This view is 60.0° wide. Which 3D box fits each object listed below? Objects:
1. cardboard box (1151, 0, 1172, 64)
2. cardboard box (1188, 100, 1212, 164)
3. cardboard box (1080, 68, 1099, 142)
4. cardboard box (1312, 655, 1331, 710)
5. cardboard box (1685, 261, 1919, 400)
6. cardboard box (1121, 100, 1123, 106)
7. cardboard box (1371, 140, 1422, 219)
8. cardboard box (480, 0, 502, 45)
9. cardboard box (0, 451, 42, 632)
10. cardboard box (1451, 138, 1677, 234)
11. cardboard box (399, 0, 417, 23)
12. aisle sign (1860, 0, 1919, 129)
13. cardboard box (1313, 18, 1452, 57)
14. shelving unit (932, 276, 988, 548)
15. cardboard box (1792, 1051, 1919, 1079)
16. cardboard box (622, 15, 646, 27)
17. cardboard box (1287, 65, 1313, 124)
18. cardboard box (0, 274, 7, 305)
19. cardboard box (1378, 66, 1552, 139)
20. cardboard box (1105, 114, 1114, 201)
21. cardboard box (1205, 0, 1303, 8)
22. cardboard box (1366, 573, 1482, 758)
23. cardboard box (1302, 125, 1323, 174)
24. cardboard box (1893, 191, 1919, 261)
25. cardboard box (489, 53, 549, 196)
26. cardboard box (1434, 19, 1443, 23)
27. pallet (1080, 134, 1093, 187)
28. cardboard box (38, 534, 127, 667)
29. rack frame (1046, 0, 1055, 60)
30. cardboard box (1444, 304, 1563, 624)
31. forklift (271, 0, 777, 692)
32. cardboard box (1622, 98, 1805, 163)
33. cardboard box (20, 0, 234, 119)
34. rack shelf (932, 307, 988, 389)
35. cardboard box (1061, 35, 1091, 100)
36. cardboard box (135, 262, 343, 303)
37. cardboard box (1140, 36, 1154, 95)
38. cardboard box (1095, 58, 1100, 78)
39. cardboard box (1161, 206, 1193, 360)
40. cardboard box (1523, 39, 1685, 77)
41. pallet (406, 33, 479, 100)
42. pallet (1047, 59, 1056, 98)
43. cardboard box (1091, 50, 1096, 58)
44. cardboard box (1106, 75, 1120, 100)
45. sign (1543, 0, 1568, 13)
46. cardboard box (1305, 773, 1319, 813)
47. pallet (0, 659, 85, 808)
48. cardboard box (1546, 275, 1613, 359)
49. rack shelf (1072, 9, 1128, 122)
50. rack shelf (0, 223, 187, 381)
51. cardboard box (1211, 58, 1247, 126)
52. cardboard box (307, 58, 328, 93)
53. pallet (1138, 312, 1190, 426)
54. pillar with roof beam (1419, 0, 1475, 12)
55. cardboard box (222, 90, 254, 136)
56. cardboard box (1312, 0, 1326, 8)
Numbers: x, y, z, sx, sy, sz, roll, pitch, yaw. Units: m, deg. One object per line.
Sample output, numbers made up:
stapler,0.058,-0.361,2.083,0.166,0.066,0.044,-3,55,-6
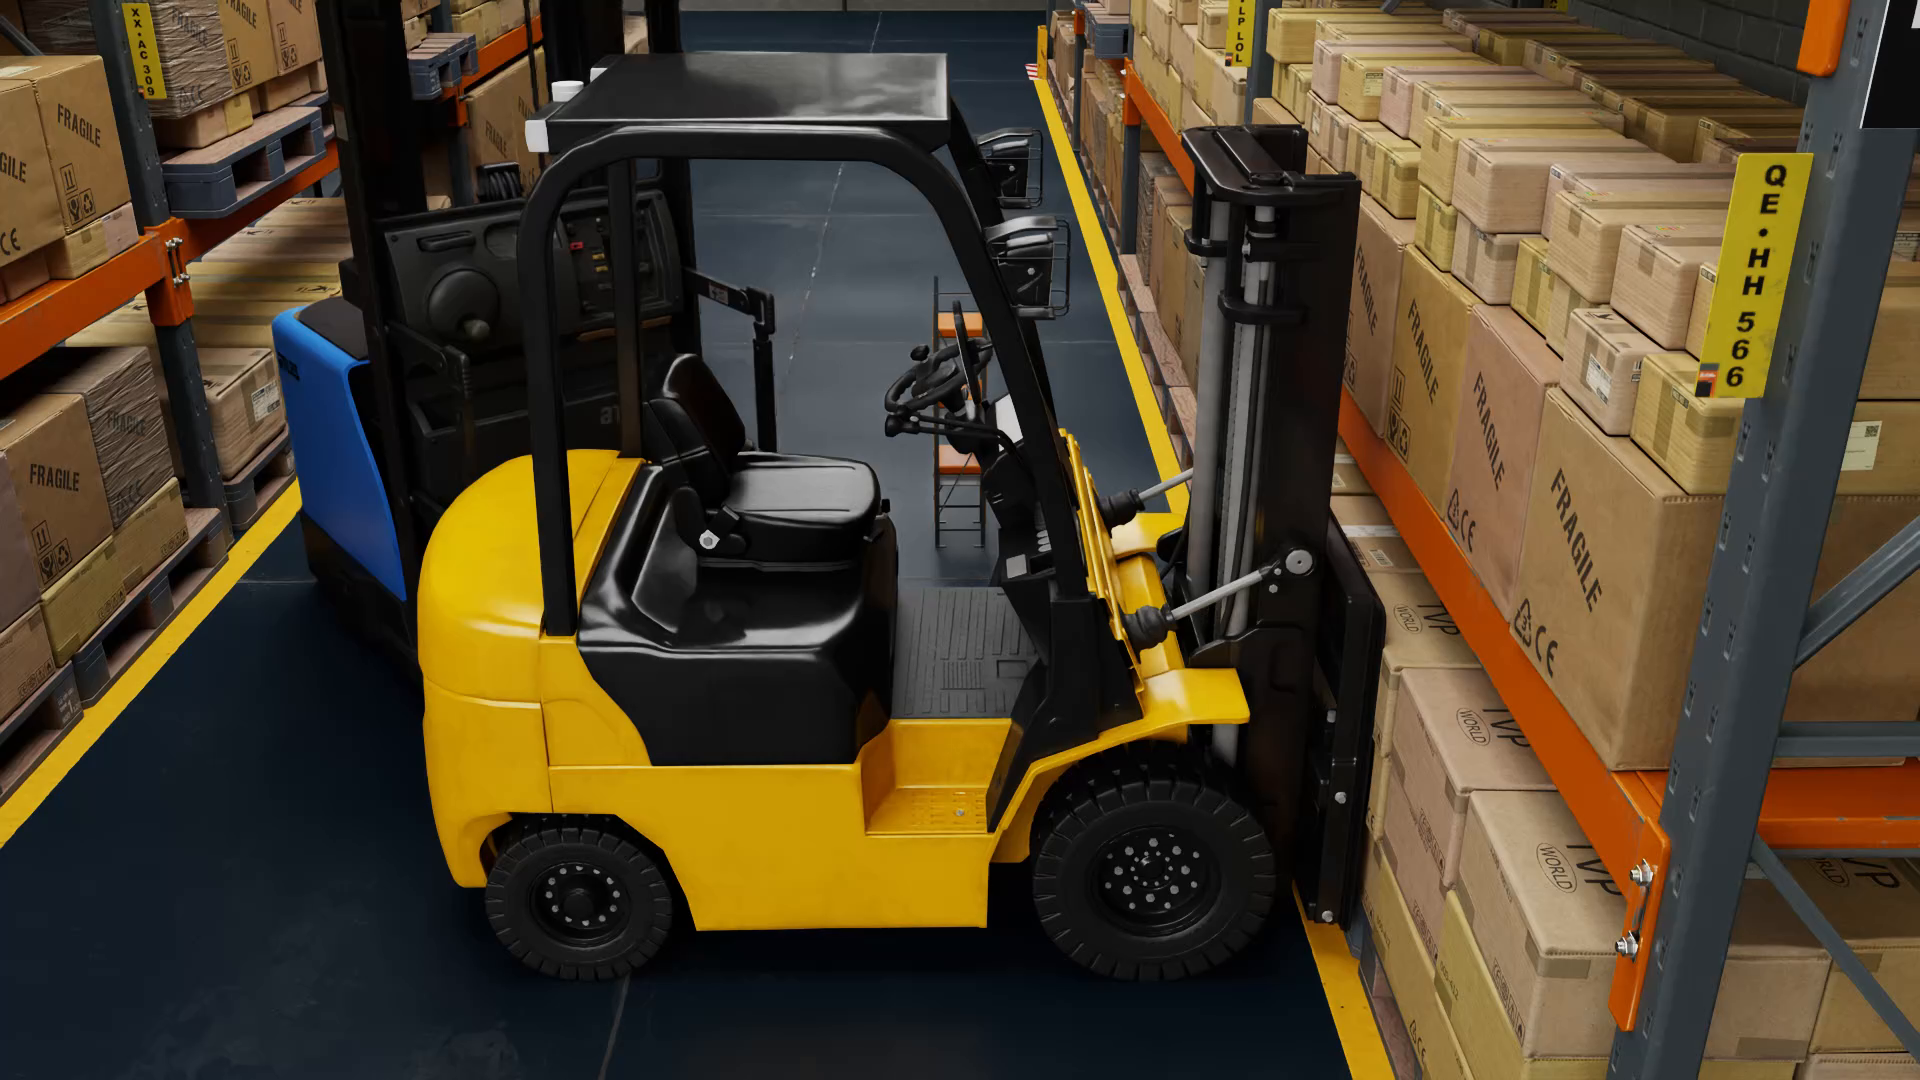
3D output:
cardboard box,1.244,-2.551,8.327,0.500,0.250,0.500,-1,24,-2
cardboard box,1.257,-1.695,7.040,0.500,0.250,0.500,0,24,-1
cardboard box,1.228,-3.498,13.369,0.500,0.500,0.500,1,24,2
cardboard box,1.238,0.308,4.650,0.500,0.250,0.500,0,24,-1
cardboard box,1.364,-0.325,2.559,0.380,0.149,0.250,0,24,0
cardboard box,1.283,-2.878,11.211,0.380,0.149,0.250,0,24,1
cardboard box,1.273,-0.921,4.238,0.380,0.149,0.250,-1,24,-2
cardboard box,-3.249,-3.320,10.633,0.500,0.250,0.500,-1,24,-2
cardboard box,-3.139,0.056,4.903,0.500,0.500,0.500,1,24,2
cardboard box,1.259,-0.744,3.485,0.380,0.149,0.250,0,24,1
cardboard box,-3.172,-2.948,8.635,0.500,0.500,0.500,-1,24,-1
aisle sign,1.286,-0.858,1.851,0.394,0.787,0.004,0,24,-1
cardboard box,1.353,-1.586,5.348,0.380,0.149,0.250,0,24,0
shelving unit,-0.001,-0.500,6.582,0.215,1.050,0.252,0,24,-1
cardboard box,1.782,0.938,3.257,0.500,0.250,0.500,0,24,0
cardboard box,-3.452,-5.023,16.816,0.875,0.438,0.875,-1,24,-2
cardboard box,1.280,-1.452,5.411,0.380,0.149,0.250,0,24,1
cardboard box,-3.196,-0.767,5.111,0.380,0.149,0.250,-1,24,-1
cardboard box,1.336,-1.163,4.412,0.380,0.149,0.250,0,24,-1
cardboard box,1.269,-2.646,11.483,0.500,0.500,0.500,1,24,2
cardboard box,1.263,-2.254,7.185,0.380,0.149,0.250,-1,24,-2
cardboard box,1.235,0.298,4.065,0.500,0.250,0.500,0,24,0
cardboard box,1.302,-0.997,5.192,0.500,0.500,0.500,0,24,0
cardboard box,1.803,-0.534,3.022,0.380,0.149,0.250,0,24,0
cardboard box,-3.401,-2.850,11.480,0.875,0.875,0.875,0,24,0
cardboard box,1.796,-1.947,6.507,0.380,0.149,0.250,-1,24,-2
pallet,1.495,-3.041,13.217,1.003,0.211,1.213,0,24,-1
cardboard box,-3.137,0.197,5.501,0.500,0.250,0.500,-1,24,-2
rack frame,1.405,-6.294,17.027,1.000,3.000,0.127,0,24,-1
cardboard box,1.315,-0.162,3.348,0.500,0.500,0.500,0,24,1
forklift,-1.174,-0.830,5.028,1.130,2.935,3.031,-18,30,-35
cardboard box,1.801,-0.955,3.952,0.380,0.149,0.250,0,24,0
cardboard box,-3.146,-1.893,6.303,0.500,0.500,0.500,0,24,1
rack shelf,-0.001,-0.749,6.470,0.215,0.259,0.240,0,24,-1
cardboard box,1.298,-4.314,15.173,0.700,0.500,0.500,-1,24,-3
cardboard box,-3.457,-1.119,8.263,0.950,0.372,0.625,1,24,1
cardboard box,1.253,-2.538,8.905,0.500,0.250,0.500,-1,24,-2
cardboard box,1.266,-3.731,13.097,0.380,0.149,0.250,-1,24,-2
cardboard box,1.508,-1.304,8.364,0.875,0.625,0.625,-1,24,-3
cardboard box,1.884,-1.381,4.893,0.380,0.149,0.250,-1,24,-2
pallet,-3.357,-2.594,9.077,1.213,0.211,1.003,0,24,-1
pallet,1.415,-4.664,16.807,1.003,0.211,1.213,0,24,-1
cardboard box,1.237,-3.874,13.051,0.380,0.149,0.250,-1,24,-3
cardboard box,1.263,-3.307,12.159,0.380,0.149,0.250,1,24,1
sign,2.090,-1.783,5.907,0.100,0.325,0.005,0,24,-1
cardboard box,1.238,0.543,4.737,0.500,0.250,0.500,1,24,1
pallet,-3.369,0.725,4.890,1.003,0.211,1.213,0,24,-1
cardboard box,1.321,-0.397,3.078,0.380,0.149,0.250,0,24,0
rack shelf,1.470,-3.494,11.709,1.077,0.370,4.000,0,24,-1
rack shelf,-3.406,-0.174,4.368,1.077,0.370,4.000,0,24,-1
cardboard box,1.274,-1.710,6.467,0.500,0.250,0.500,-1,24,-2
cardboard box,-3.104,-2.169,7.701,0.380,0.149,0.250,1,24,1
pallet,1.472,-0.887,8.454,1.003,0.211,1.213,0,24,-1
pillar with roof beam,-1.897,-5.179,7.281,9.100,9.000,0.400,0,24,-1
cardboard box,-3.112,-1.735,6.741,0.380,0.149,0.250,0,24,1
cardboard box,1.785,-2.362,7.424,0.380,0.149,0.250,0,24,-1
